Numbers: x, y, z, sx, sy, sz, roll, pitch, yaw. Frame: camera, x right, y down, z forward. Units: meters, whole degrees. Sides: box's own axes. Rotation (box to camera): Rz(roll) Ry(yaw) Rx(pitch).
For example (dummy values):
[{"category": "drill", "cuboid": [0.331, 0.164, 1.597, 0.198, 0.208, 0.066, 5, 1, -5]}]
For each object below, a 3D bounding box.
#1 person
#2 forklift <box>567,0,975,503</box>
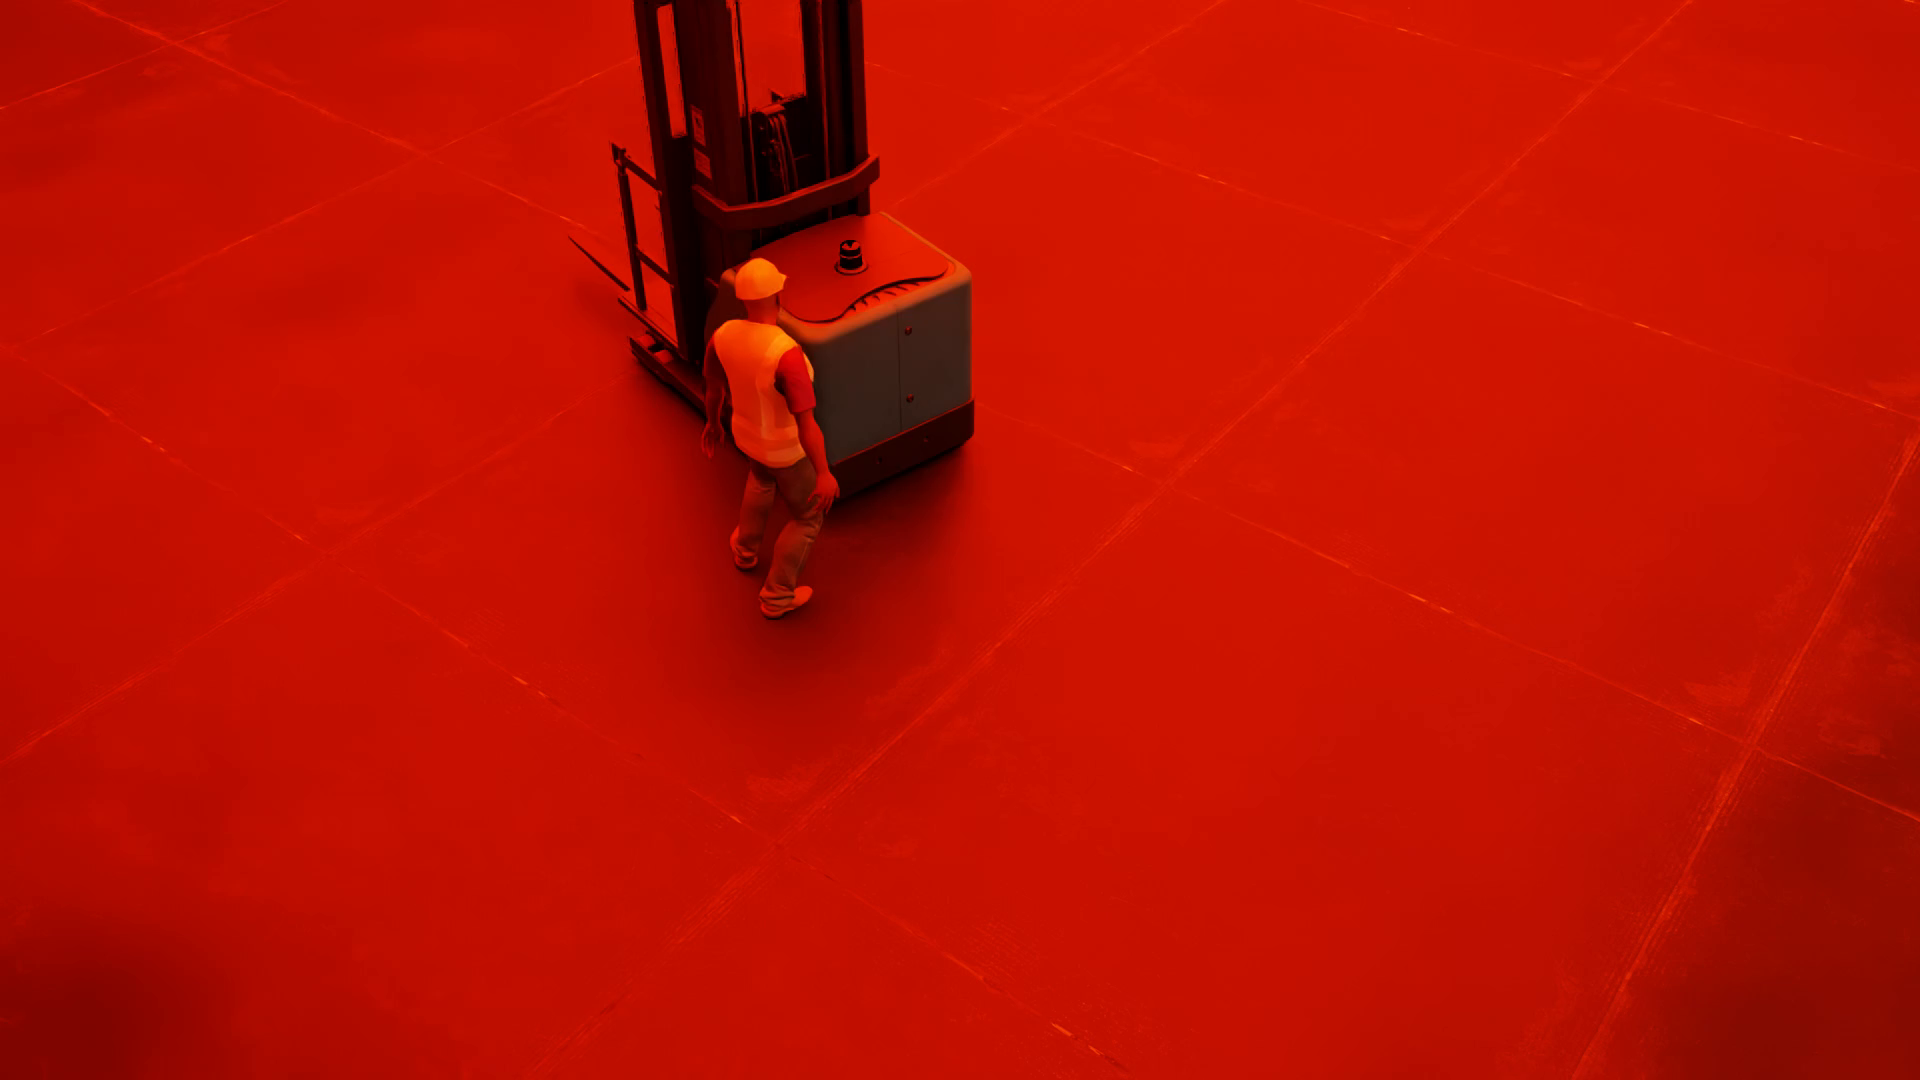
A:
[{"category": "person", "cuboid": [-0.847, -0.432, 7.564, 0.488, 1.729, 0.905, -32, 50, -32]}, {"category": "forklift", "cuboid": [-1.223, -2.198, 8.652, 1.130, 2.935, 3.031, -27, 47, -28]}]
